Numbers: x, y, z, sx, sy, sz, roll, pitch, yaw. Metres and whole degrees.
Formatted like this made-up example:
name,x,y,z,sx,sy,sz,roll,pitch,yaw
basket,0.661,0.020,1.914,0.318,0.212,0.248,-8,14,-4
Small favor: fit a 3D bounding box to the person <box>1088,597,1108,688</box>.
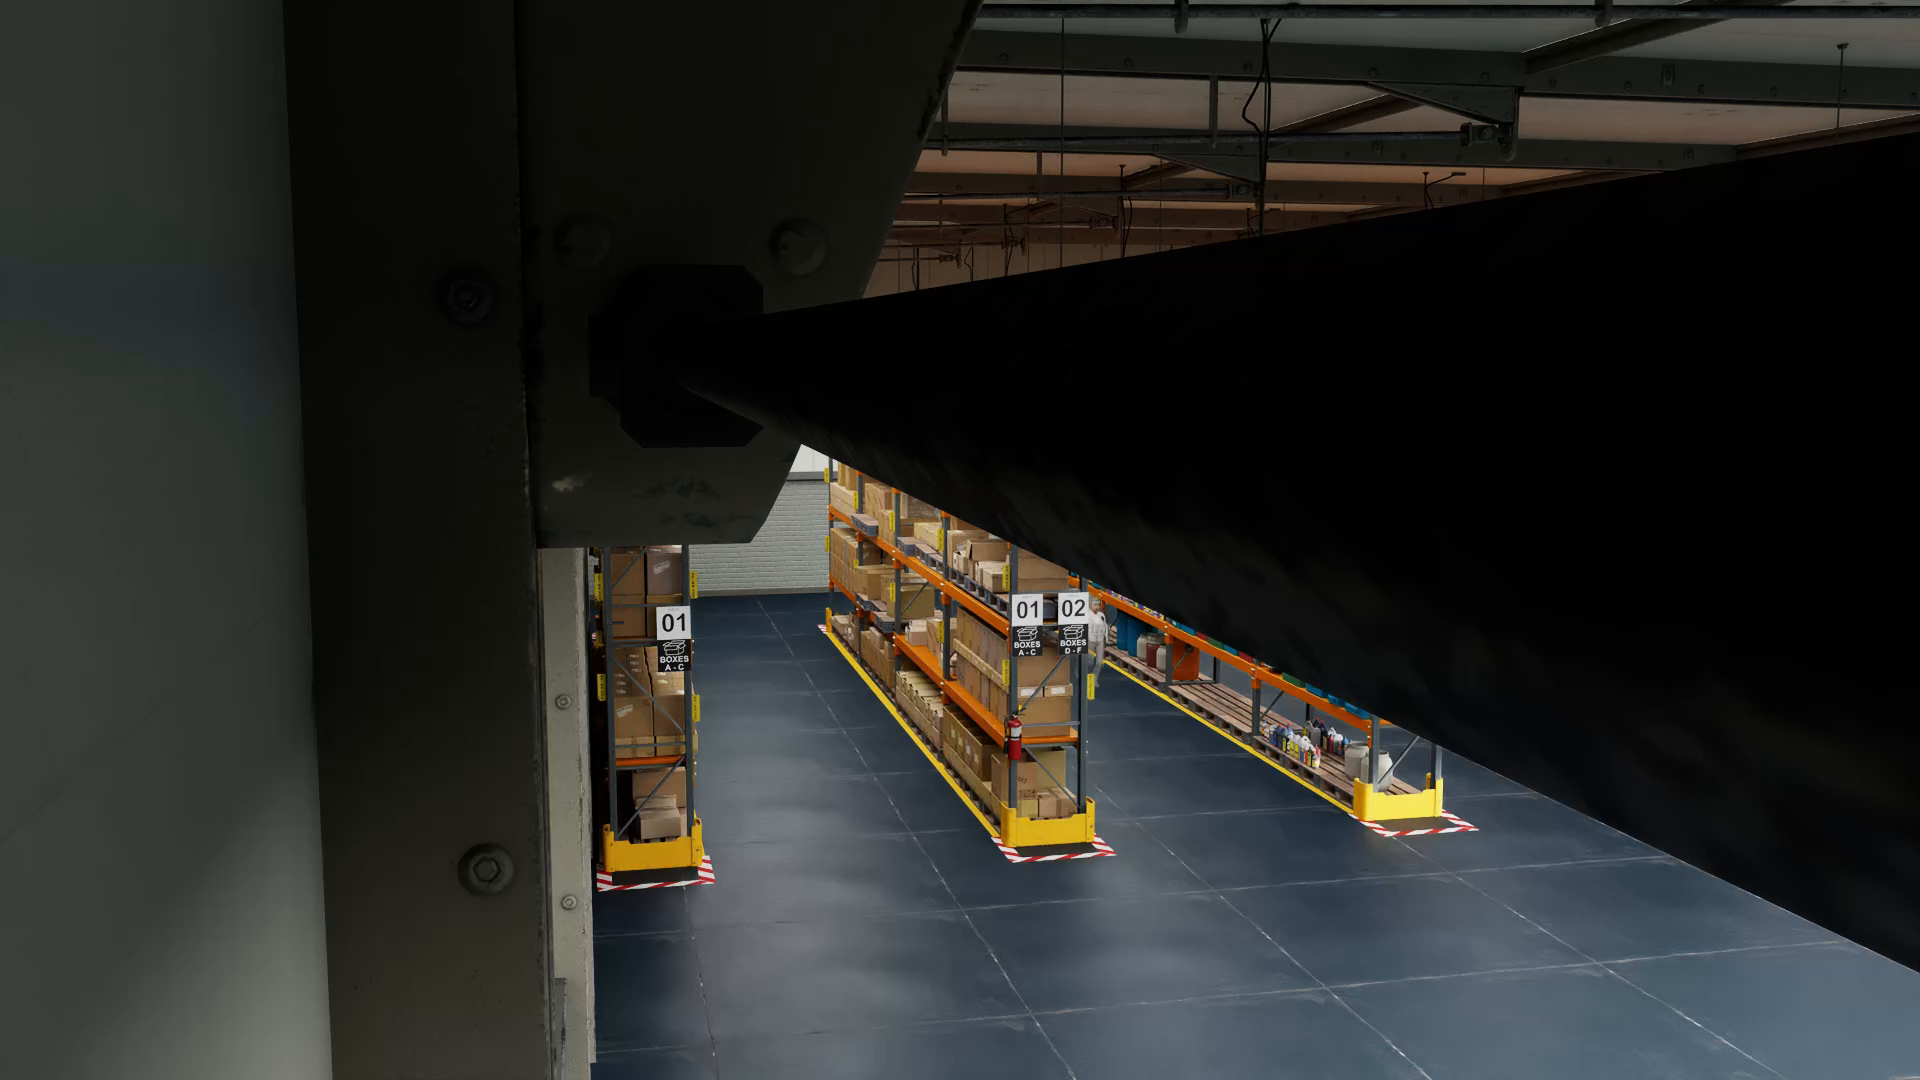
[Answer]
name,x,y,z,sx,sy,sz,roll,pitch,yaw
person,2.471,1.867,30.713,0.616,1.657,0.620,-2,7,-18
